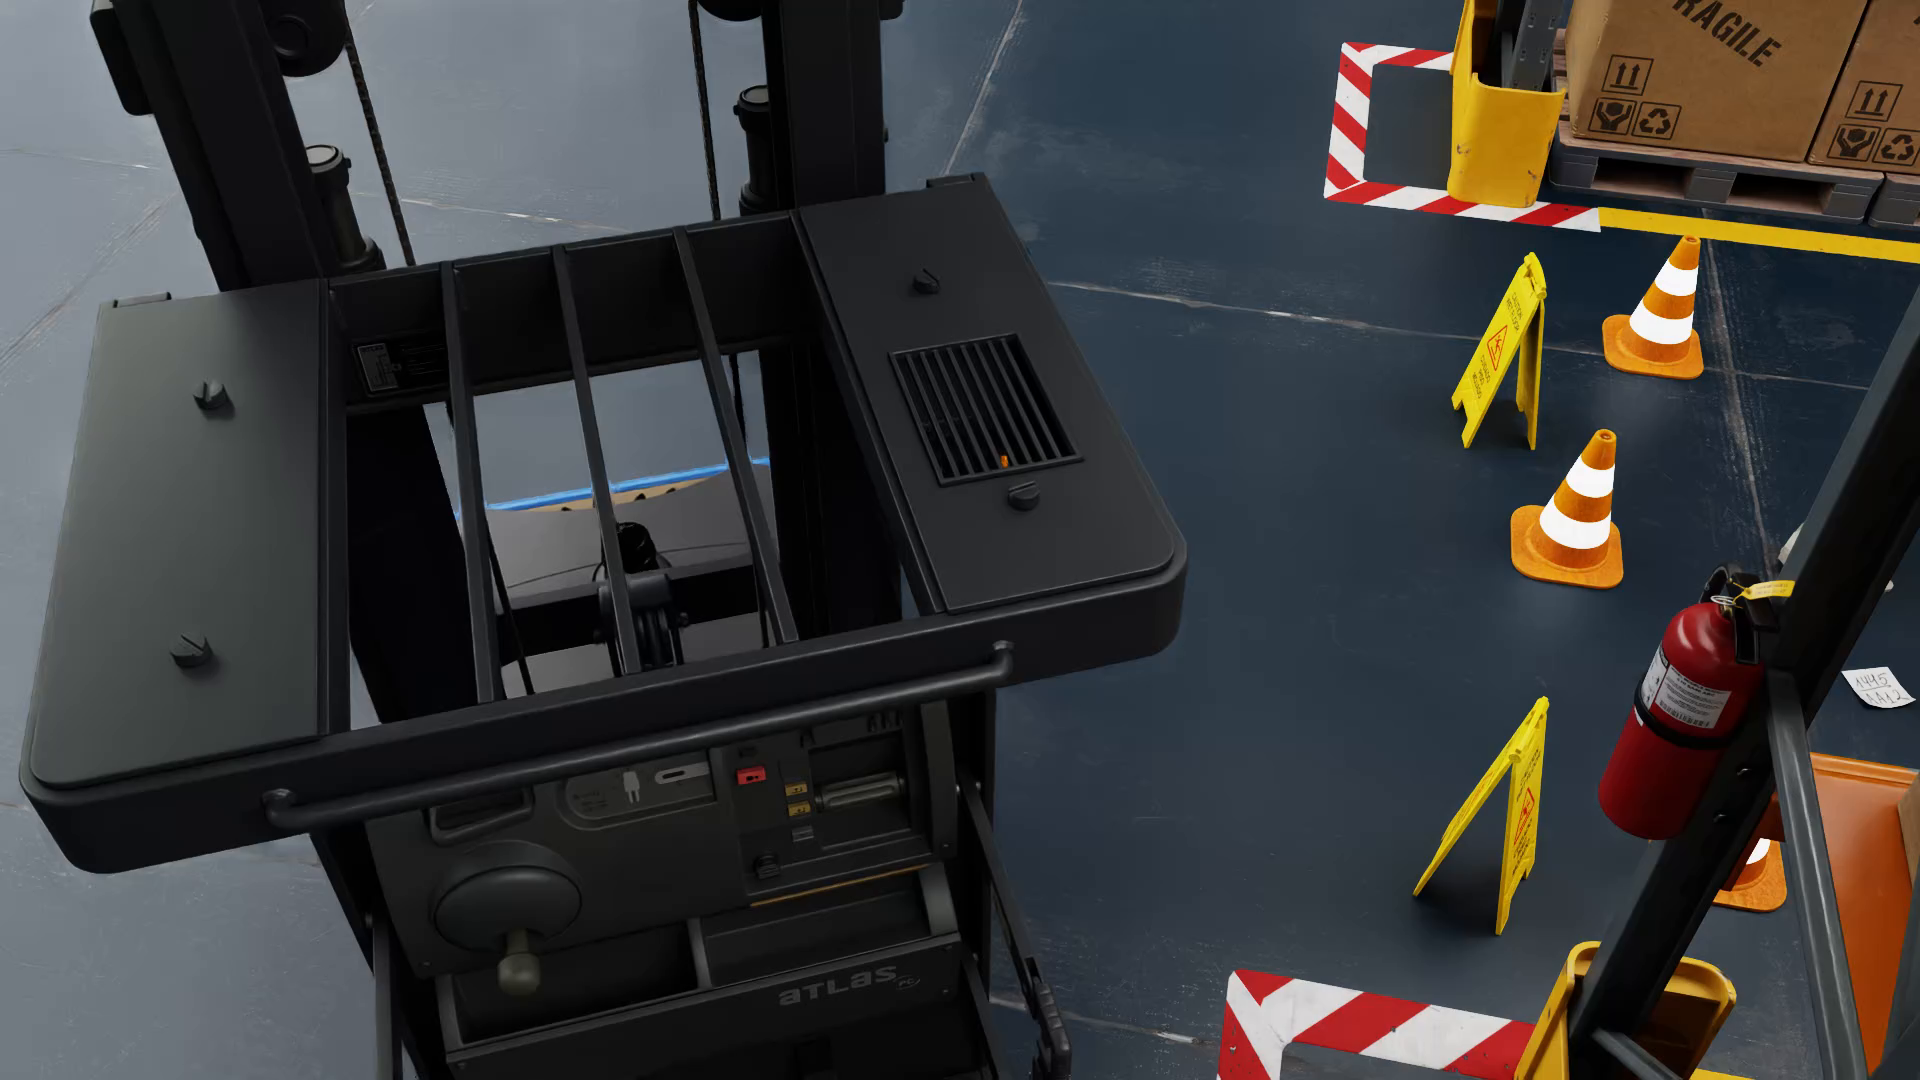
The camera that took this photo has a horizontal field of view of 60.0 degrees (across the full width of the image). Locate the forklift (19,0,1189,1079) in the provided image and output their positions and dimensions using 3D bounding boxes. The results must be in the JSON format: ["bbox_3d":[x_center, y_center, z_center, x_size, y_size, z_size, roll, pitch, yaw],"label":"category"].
[{"bbox_3d":[-0.407,0.564,2.550,1.130,2.935,3.031,-11,45,-11],"label":"forklift"}]

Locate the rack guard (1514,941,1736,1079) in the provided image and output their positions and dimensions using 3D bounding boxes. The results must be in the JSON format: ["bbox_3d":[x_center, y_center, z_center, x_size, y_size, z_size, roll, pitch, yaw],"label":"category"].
[{"bbox_3d":[1.365,1.467,3.365,0.348,0.500,1.175,9,45,9],"label":"rack guard"}]

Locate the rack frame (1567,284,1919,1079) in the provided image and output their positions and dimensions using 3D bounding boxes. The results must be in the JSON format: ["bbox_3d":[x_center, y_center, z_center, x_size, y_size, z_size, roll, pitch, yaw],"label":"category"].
[{"bbox_3d":[1.290,0.557,2.508,0.053,2.616,0.949,9,45,9],"label":"rack frame"}]

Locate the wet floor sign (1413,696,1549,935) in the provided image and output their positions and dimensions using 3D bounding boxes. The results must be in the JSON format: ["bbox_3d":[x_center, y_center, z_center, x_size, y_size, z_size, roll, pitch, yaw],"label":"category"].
[{"bbox_3d":[1.339,0.650,4.109,0.232,0.644,0.267,24,49,23],"label":"wet floor sign"}]

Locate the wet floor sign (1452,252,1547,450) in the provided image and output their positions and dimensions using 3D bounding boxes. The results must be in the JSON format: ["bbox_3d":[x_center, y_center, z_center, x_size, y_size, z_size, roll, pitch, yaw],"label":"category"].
[{"bbox_3d":[1.812,-0.626,5.436,0.232,0.644,0.267,2,44,2],"label":"wet floor sign"}]

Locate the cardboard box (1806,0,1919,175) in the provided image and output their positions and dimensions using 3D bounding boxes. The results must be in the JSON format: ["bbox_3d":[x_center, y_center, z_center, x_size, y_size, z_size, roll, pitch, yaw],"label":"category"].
[{"bbox_3d":[3.808,-2.006,6.401,0.875,0.875,0.875,8,45,8],"label":"cardboard box"}]

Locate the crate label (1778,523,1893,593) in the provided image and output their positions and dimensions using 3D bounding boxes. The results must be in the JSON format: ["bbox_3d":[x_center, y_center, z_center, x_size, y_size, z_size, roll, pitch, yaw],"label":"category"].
[{"bbox_3d":[2.683,0.053,5.096,0.298,0.136,0.250,-12,45,-12],"label":"crate label"}]

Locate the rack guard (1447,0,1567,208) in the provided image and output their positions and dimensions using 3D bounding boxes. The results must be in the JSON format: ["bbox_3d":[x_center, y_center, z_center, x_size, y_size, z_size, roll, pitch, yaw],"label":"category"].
[{"bbox_3d":[2.249,-1.913,6.877,0.348,0.500,1.175,9,45,9],"label":"rack guard"}]

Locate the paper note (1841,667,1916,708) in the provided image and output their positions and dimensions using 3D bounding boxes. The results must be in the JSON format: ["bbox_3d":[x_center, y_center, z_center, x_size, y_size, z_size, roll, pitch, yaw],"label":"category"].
[{"bbox_3d":[2.648,0.421,4.791,0.142,0.019,0.148,-5,44,-5],"label":"paper note"}]

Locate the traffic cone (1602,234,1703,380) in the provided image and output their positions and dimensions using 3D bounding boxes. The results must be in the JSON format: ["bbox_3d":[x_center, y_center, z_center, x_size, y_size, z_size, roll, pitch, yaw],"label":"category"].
[{"bbox_3d":[2.481,-0.855,5.805,0.334,0.463,0.336,9,45,9],"label":"traffic cone"}]

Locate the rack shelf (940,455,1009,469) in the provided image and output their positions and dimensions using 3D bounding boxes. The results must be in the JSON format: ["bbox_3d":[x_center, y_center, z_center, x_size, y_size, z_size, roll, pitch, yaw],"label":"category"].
[{"bbox_3d":[0.052,-0.162,5.078,0.240,0.259,0.215,9,45,9],"label":"rack shelf"}]

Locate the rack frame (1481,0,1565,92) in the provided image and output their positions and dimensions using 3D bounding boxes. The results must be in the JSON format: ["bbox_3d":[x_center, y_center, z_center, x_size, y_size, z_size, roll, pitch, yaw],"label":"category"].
[{"bbox_3d":[2.273,-2.810,6.007,0.127,3.000,1.000,9,45,9],"label":"rack frame"}]

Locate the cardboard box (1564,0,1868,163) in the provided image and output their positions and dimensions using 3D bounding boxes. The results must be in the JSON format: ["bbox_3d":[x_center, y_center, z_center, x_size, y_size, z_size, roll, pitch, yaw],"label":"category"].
[{"bbox_3d":[2.949,-2.138,6.538,0.875,0.875,0.875,9,45,9],"label":"cardboard box"}]

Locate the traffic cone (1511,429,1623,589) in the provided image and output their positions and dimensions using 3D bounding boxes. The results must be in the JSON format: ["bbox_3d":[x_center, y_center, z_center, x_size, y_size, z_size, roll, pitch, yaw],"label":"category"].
[{"bbox_3d":[1.902,-0.142,5.063,0.334,0.463,0.336,9,45,9],"label":"traffic cone"}]

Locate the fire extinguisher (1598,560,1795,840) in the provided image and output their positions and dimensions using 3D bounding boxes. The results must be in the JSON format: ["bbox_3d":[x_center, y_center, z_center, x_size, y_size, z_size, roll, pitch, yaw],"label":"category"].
[{"bbox_3d":[1.279,0.254,2.879,0.183,0.674,0.296,9,45,9],"label":"fire extinguisher"}]

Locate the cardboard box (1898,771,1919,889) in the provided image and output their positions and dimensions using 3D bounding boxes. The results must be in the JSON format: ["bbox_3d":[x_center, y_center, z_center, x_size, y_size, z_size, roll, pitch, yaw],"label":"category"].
[{"bbox_3d":[1.702,0.557,2.689,0.250,0.149,0.380,10,45,10],"label":"cardboard box"}]

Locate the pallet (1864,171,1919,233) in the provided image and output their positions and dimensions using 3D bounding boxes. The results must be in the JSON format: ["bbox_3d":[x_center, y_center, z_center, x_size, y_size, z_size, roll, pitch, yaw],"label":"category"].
[{"bbox_3d":[4.257,-1.551,6.709,1.213,0.211,1.003,9,45,9],"label":"pallet"}]

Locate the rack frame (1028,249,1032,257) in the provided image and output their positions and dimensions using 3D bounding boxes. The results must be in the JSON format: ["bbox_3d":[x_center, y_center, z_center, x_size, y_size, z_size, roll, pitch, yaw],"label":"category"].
[{"bbox_3d":[0.171,-0.352,4.858,0.008,1.050,0.200,9,45,9],"label":"rack frame"}]

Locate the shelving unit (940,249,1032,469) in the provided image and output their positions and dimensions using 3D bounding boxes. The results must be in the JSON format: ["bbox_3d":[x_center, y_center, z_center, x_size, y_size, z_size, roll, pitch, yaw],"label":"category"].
[{"bbox_3d":[0.052,-0.370,4.878,0.252,1.050,0.215,9,45,9],"label":"shelving unit"}]

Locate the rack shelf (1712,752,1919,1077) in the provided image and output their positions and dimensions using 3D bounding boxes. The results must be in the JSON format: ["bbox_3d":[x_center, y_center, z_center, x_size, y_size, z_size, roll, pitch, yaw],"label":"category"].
[{"bbox_3d":[3.242,1.117,2.445,4.000,0.370,1.077,9,45,9],"label":"rack shelf"}]

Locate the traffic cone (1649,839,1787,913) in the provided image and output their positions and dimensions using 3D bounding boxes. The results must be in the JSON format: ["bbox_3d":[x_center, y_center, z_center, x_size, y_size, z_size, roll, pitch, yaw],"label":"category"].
[{"bbox_3d":[1.992,0.661,4.230,0.334,0.463,0.336,9,45,9],"label":"traffic cone"}]

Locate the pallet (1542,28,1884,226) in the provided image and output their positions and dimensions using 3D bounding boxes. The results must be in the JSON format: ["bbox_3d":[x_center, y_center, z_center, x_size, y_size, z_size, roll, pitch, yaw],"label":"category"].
[{"bbox_3d":[3.070,-1.737,6.903,1.213,0.211,1.003,9,45,9],"label":"pallet"}]
